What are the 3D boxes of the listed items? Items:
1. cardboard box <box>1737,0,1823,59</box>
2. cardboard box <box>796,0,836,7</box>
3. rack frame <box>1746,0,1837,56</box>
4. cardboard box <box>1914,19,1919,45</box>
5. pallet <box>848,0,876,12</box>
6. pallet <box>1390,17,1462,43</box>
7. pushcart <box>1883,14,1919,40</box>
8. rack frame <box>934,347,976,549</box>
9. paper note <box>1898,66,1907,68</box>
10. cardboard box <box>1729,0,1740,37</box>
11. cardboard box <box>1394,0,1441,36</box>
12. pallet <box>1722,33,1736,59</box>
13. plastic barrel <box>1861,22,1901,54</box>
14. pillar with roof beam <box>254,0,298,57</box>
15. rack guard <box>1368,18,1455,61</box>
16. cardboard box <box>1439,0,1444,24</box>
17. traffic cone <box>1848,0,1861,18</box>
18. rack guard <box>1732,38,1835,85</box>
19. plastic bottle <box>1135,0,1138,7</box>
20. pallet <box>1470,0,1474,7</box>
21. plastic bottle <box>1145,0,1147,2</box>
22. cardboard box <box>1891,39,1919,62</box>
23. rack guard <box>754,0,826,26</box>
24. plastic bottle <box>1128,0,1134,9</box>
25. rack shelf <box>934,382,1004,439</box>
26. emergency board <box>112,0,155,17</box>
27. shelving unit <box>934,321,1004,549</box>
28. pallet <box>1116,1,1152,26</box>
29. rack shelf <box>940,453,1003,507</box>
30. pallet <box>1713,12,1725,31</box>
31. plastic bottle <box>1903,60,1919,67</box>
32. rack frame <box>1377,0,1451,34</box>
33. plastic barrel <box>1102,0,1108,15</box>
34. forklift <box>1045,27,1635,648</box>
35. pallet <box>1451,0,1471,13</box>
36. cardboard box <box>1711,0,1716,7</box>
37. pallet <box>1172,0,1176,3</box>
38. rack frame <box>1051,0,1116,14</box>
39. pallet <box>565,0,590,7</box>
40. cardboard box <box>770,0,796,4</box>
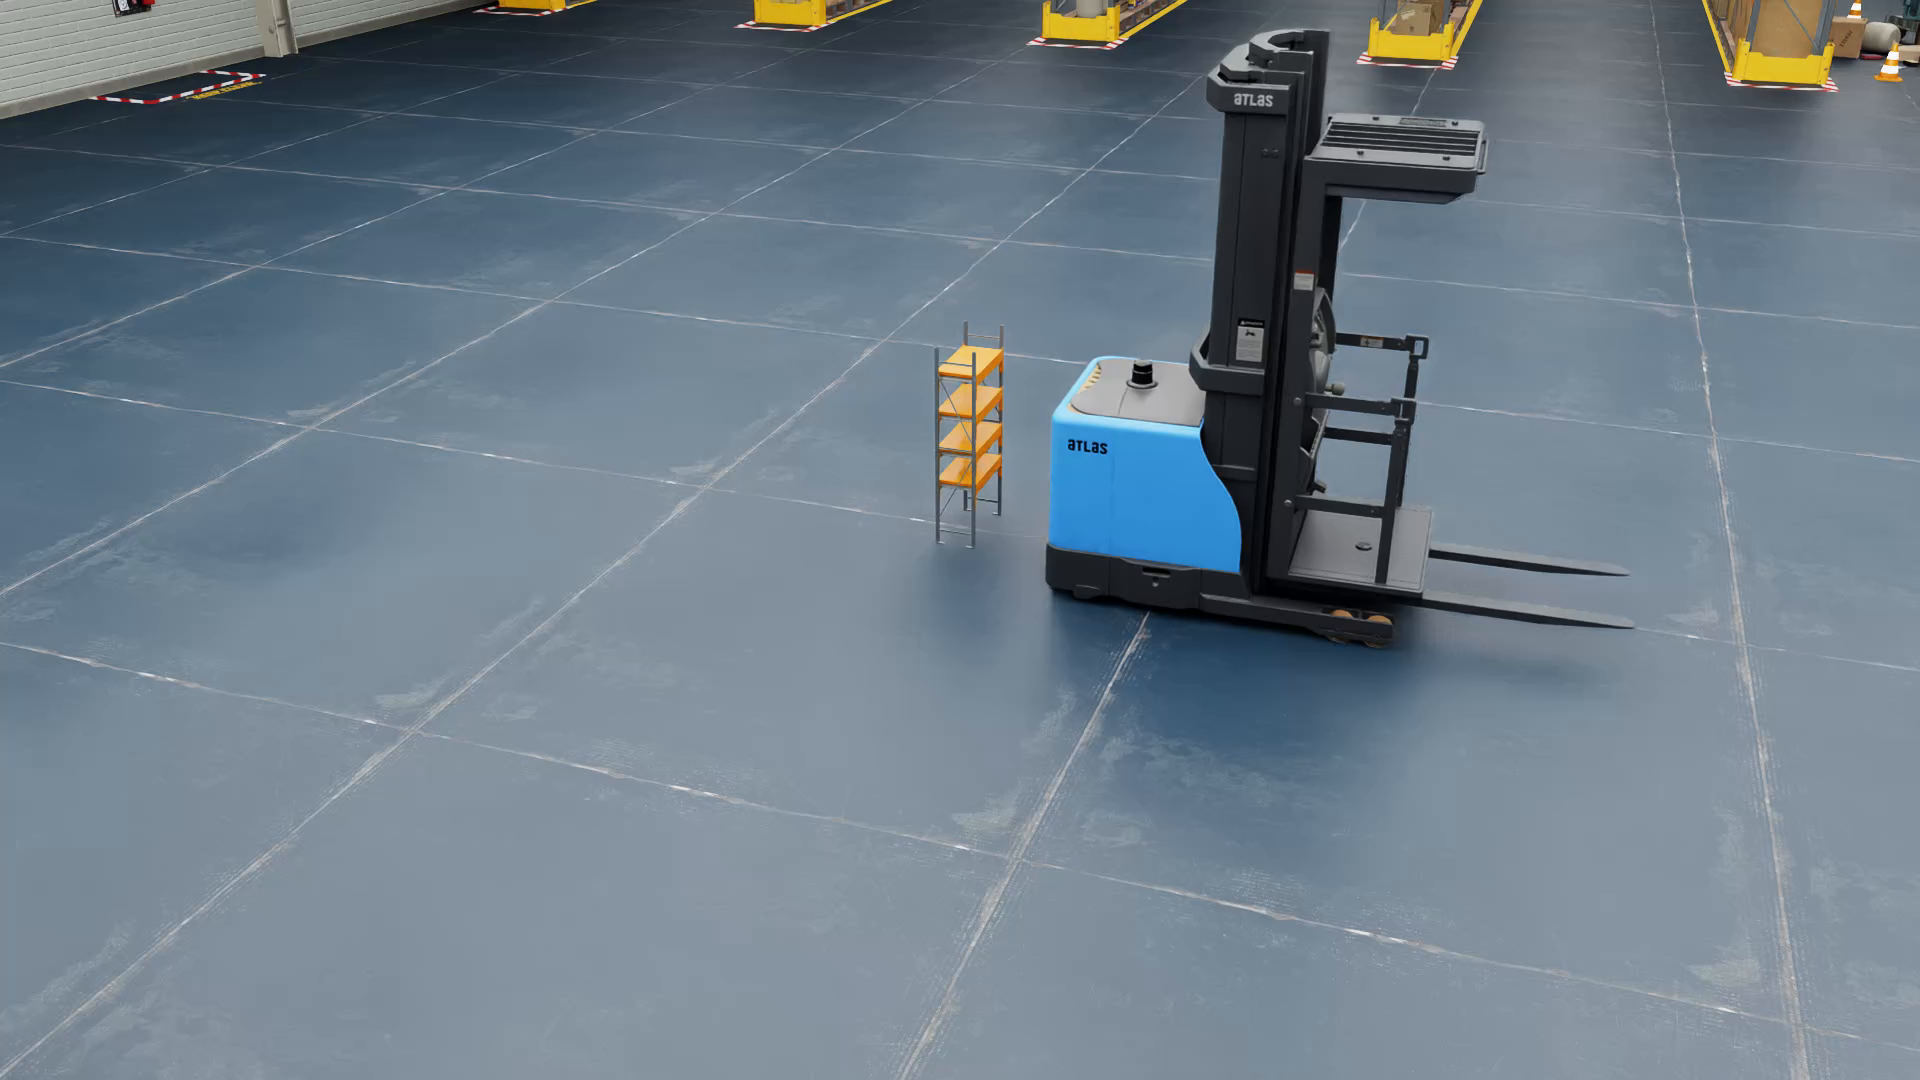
[{"bbox_3d":[11.373,-7.178,23.090,0.875,0.875,0.875,9,27,18],"label":"cardboard box"},{"bbox_3d":[-2.386,-8.996,27.561,0.500,0.250,0.500,9,27,17],"label":"cardboard box"},{"bbox_3d":[11.210,-7.657,22.123,1.000,3.000,0.127,9,27,17],"label":"rack frame"},{"bbox_3d":[14.412,-7.393,24.286,0.797,0.637,0.503,9,27,17],"label":"cardboard box"},{"bbox_3d":[-2.152,-9.421,28.966,1.003,0.211,1.213,9,27,17],"label":"pallet"},{"bbox_3d":[7.302,-8.023,26.078,1.003,0.211,1.213,9,27,17],"label":"pallet"},{"bbox_3d":[15.075,-7.755,25.333,1.648,0.377,0.936,0,26,-1],"label":"pushcart"},{"bbox_3d":[-0.026,-0.508,9.422,0.240,1.200,0.015,9,27,17],"label":"rack frame"},{"bbox_3d":[13.318,-6.701,23.558,0.144,0.017,0.142,20,32,35],"label":"paper note"},{"bbox_3d":[11.969,-7.915,24.611,0.875,0.875,0.875,9,27,18],"label":"cardboard box"},{"bbox_3d":[6.789,-7.736,24.673,0.500,0.500,0.500,14,29,27],"label":"cardboard box"},{"bbox_3d":[11.809,-7.242,24.465,1.003,0.211,1.213,9,27,17],"label":"pallet"},{"bbox_3d":[13.610,-7.453,24.657,0.421,0.421,0.512,-14,29,-27],"label":"plastic barrel"},{"bbox_3d":[-5.967,-10.596,21.309,9.100,9.000,0.400,9,27,17],"label":"pillar with roof beam"},{"bbox_3d":[6.591,-7.324,24.304,1.175,0.500,0.348,9,27,17],"label":"rack guard"},{"bbox_3d":[7.182,-8.241,25.716,0.500,0.500,0.500,11,28,22],"label":"cardboard box"},{"bbox_3d":[14.411,-8.491,26.757,0.336,0.463,0.334,9,27,17],"label":"traffic cone"},{"bbox_3d":[11.202,-6.522,22.648,1.175,0.500,0.348,9,27,17],"label":"rack guard"},{"bbox_3d":[2.885,-8.902,27.306,0.061,0.283,0.133,9,27,18],"label":"plastic bottle"},{"bbox_3d":[8.559,-9.630,29.397,1.003,0.211,1.213,9,27,17],"label":"pallet"},{"bbox_3d":[3.055,-9.168,27.864,0.152,0.276,0.135,9,27,18],"label":"plastic bottle"},{"bbox_3d":[13.705,-7.097,24.103,0.396,0.266,0.258,14,29,26],"label":"cardboard box"},{"bbox_3d":[-2.783,-8.721,27.189,1.175,0.500,0.348,9,27,17],"label":"rack guard"},{"bbox_3d":[2.792,-8.806,27.122,0.097,0.271,0.097,0,26,0],"label":"plastic bottle"},{"bbox_3d":[0.055,-0.749,9.561,0.258,0.148,0.480,9,27,17],"label":"rack shelf"},{"bbox_3d":[-10.885,-7.511,21.820,0.194,1.169,0.643,9,27,17],"label":"emergency board"},{"bbox_3d":[0.055,-0.608,9.629,0.258,1.200,0.503,9,27,17],"label":"shelving unit"},{"bbox_3d":[2.559,-8.752,27.584,1.003,0.211,1.213,9,27,17],"label":"pallet"},{"bbox_3d":[0.055,-0.369,9.745,0.258,0.148,0.480,9,27,17],"label":"rack shelf"},{"bbox_3d":[12.726,-8.374,26.803,1.003,0.211,1.213,9,27,17],"label":"pallet"},{"bbox_3d":[13.575,-6.819,23.763,0.133,0.061,0.283,0,26,-1],"label":"plastic bottle"},{"bbox_3d":[6.566,-8.418,23.695,1.000,3.000,0.127,9,27,17],"label":"rack frame"},{"bbox_3d":[2.209,-8.693,26.636,0.421,0.512,0.421,0,26,0],"label":"plastic barrel"},{"bbox_3d":[2.043,-1.020,8.493,3.031,2.935,1.130,8,27,16],"label":"forklift"},{"bbox_3d":[8.155,-9.127,28.358,1.003,0.211,1.213,9,27,17],"label":"pallet"},{"bbox_3d":[12.987,-9.142,27.288,1.050,0.750,0.750,9,27,17],"label":"cardboard box"},{"bbox_3d":[3.451,-9.854,29.859,1.003,0.211,1.213,9,27,17],"label":"pallet"},{"bbox_3d":[1.895,-9.136,25.178,1.000,3.000,0.127,9,27,17],"label":"rack frame"},{"bbox_3d":[-7.118,-9.678,29.496,1.003,0.211,1.213,9,27,17],"label":"pallet"},{"bbox_3d":[-2.875,-9.071,27.716,0.500,0.250,0.500,9,27,17],"label":"cardboard box"}]
